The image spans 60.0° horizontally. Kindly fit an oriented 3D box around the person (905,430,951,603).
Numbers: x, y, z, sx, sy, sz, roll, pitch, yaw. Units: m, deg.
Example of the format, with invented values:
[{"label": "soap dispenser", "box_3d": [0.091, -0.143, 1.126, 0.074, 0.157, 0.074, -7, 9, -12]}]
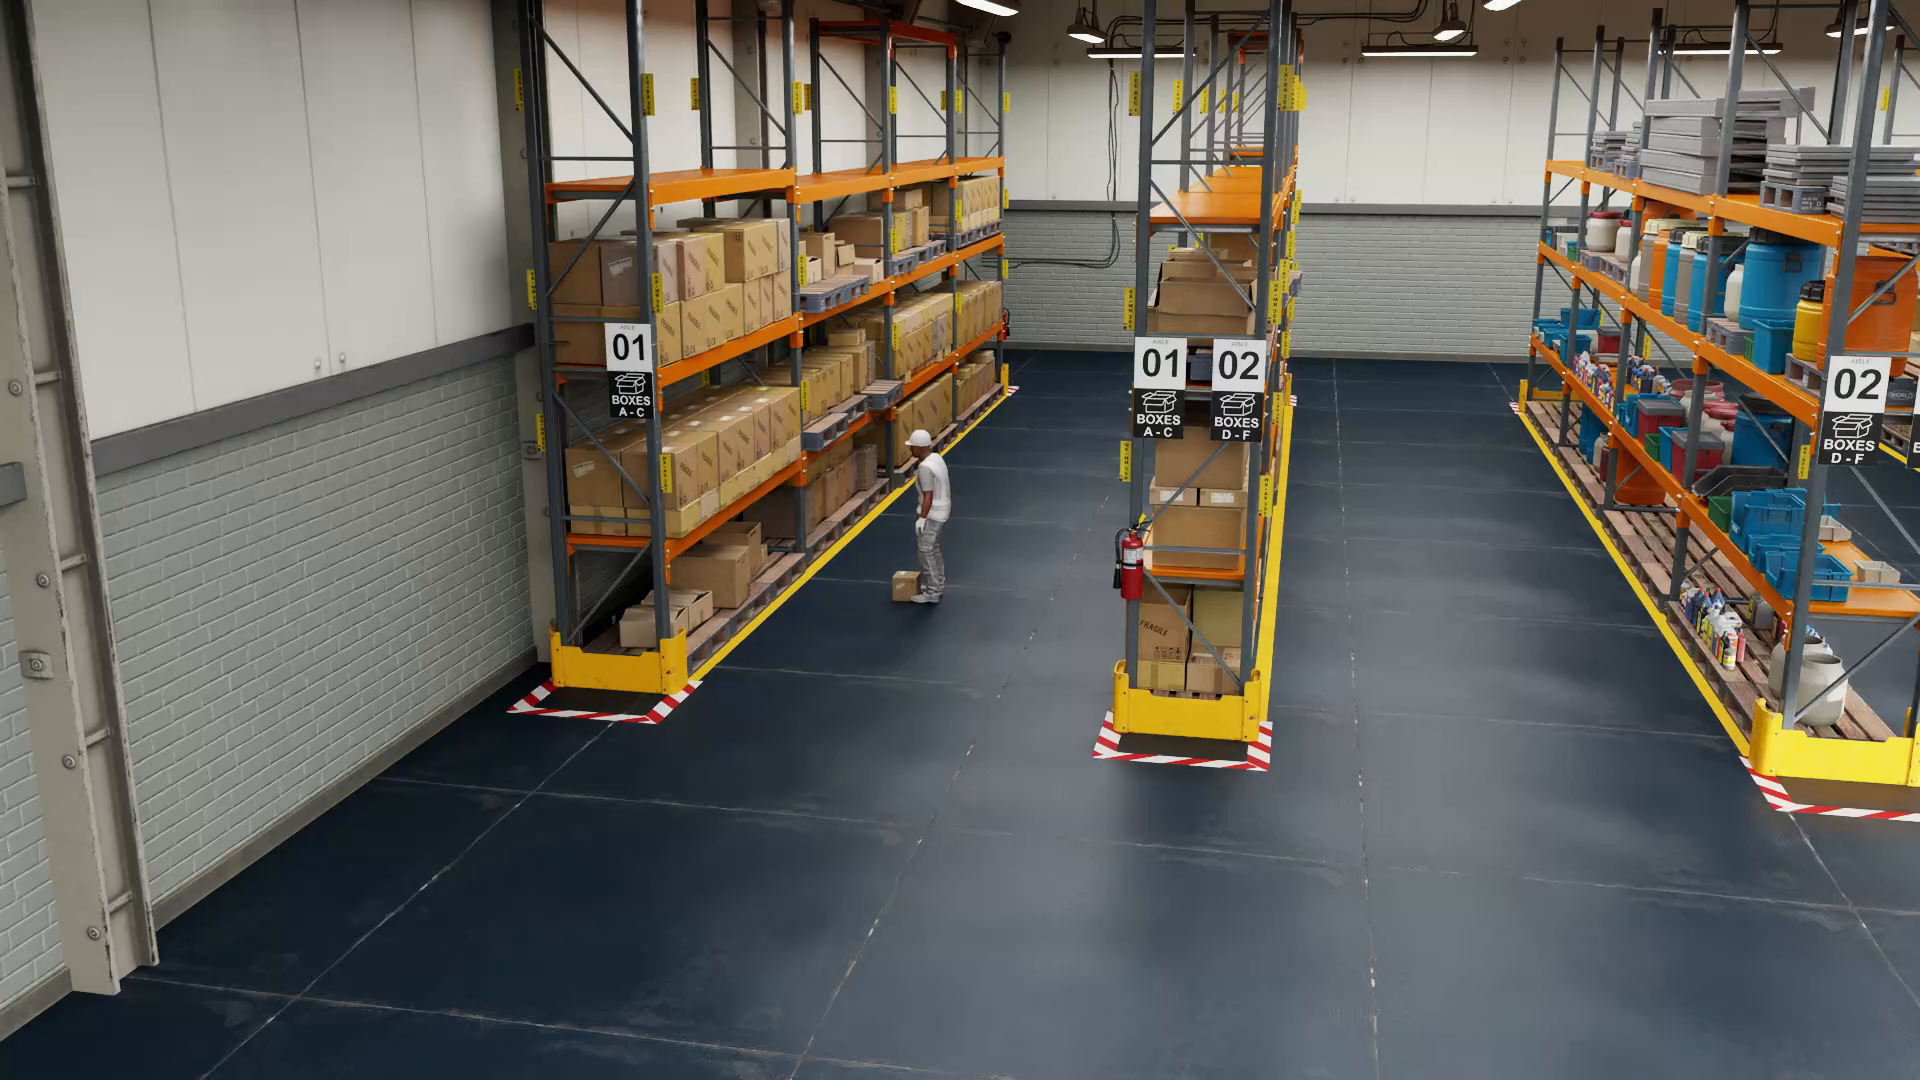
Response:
[{"label": "person", "box_3d": [-0.327, -0.250, 16.956, 0.454, 1.774, 0.624, 3, 15, 10]}]
